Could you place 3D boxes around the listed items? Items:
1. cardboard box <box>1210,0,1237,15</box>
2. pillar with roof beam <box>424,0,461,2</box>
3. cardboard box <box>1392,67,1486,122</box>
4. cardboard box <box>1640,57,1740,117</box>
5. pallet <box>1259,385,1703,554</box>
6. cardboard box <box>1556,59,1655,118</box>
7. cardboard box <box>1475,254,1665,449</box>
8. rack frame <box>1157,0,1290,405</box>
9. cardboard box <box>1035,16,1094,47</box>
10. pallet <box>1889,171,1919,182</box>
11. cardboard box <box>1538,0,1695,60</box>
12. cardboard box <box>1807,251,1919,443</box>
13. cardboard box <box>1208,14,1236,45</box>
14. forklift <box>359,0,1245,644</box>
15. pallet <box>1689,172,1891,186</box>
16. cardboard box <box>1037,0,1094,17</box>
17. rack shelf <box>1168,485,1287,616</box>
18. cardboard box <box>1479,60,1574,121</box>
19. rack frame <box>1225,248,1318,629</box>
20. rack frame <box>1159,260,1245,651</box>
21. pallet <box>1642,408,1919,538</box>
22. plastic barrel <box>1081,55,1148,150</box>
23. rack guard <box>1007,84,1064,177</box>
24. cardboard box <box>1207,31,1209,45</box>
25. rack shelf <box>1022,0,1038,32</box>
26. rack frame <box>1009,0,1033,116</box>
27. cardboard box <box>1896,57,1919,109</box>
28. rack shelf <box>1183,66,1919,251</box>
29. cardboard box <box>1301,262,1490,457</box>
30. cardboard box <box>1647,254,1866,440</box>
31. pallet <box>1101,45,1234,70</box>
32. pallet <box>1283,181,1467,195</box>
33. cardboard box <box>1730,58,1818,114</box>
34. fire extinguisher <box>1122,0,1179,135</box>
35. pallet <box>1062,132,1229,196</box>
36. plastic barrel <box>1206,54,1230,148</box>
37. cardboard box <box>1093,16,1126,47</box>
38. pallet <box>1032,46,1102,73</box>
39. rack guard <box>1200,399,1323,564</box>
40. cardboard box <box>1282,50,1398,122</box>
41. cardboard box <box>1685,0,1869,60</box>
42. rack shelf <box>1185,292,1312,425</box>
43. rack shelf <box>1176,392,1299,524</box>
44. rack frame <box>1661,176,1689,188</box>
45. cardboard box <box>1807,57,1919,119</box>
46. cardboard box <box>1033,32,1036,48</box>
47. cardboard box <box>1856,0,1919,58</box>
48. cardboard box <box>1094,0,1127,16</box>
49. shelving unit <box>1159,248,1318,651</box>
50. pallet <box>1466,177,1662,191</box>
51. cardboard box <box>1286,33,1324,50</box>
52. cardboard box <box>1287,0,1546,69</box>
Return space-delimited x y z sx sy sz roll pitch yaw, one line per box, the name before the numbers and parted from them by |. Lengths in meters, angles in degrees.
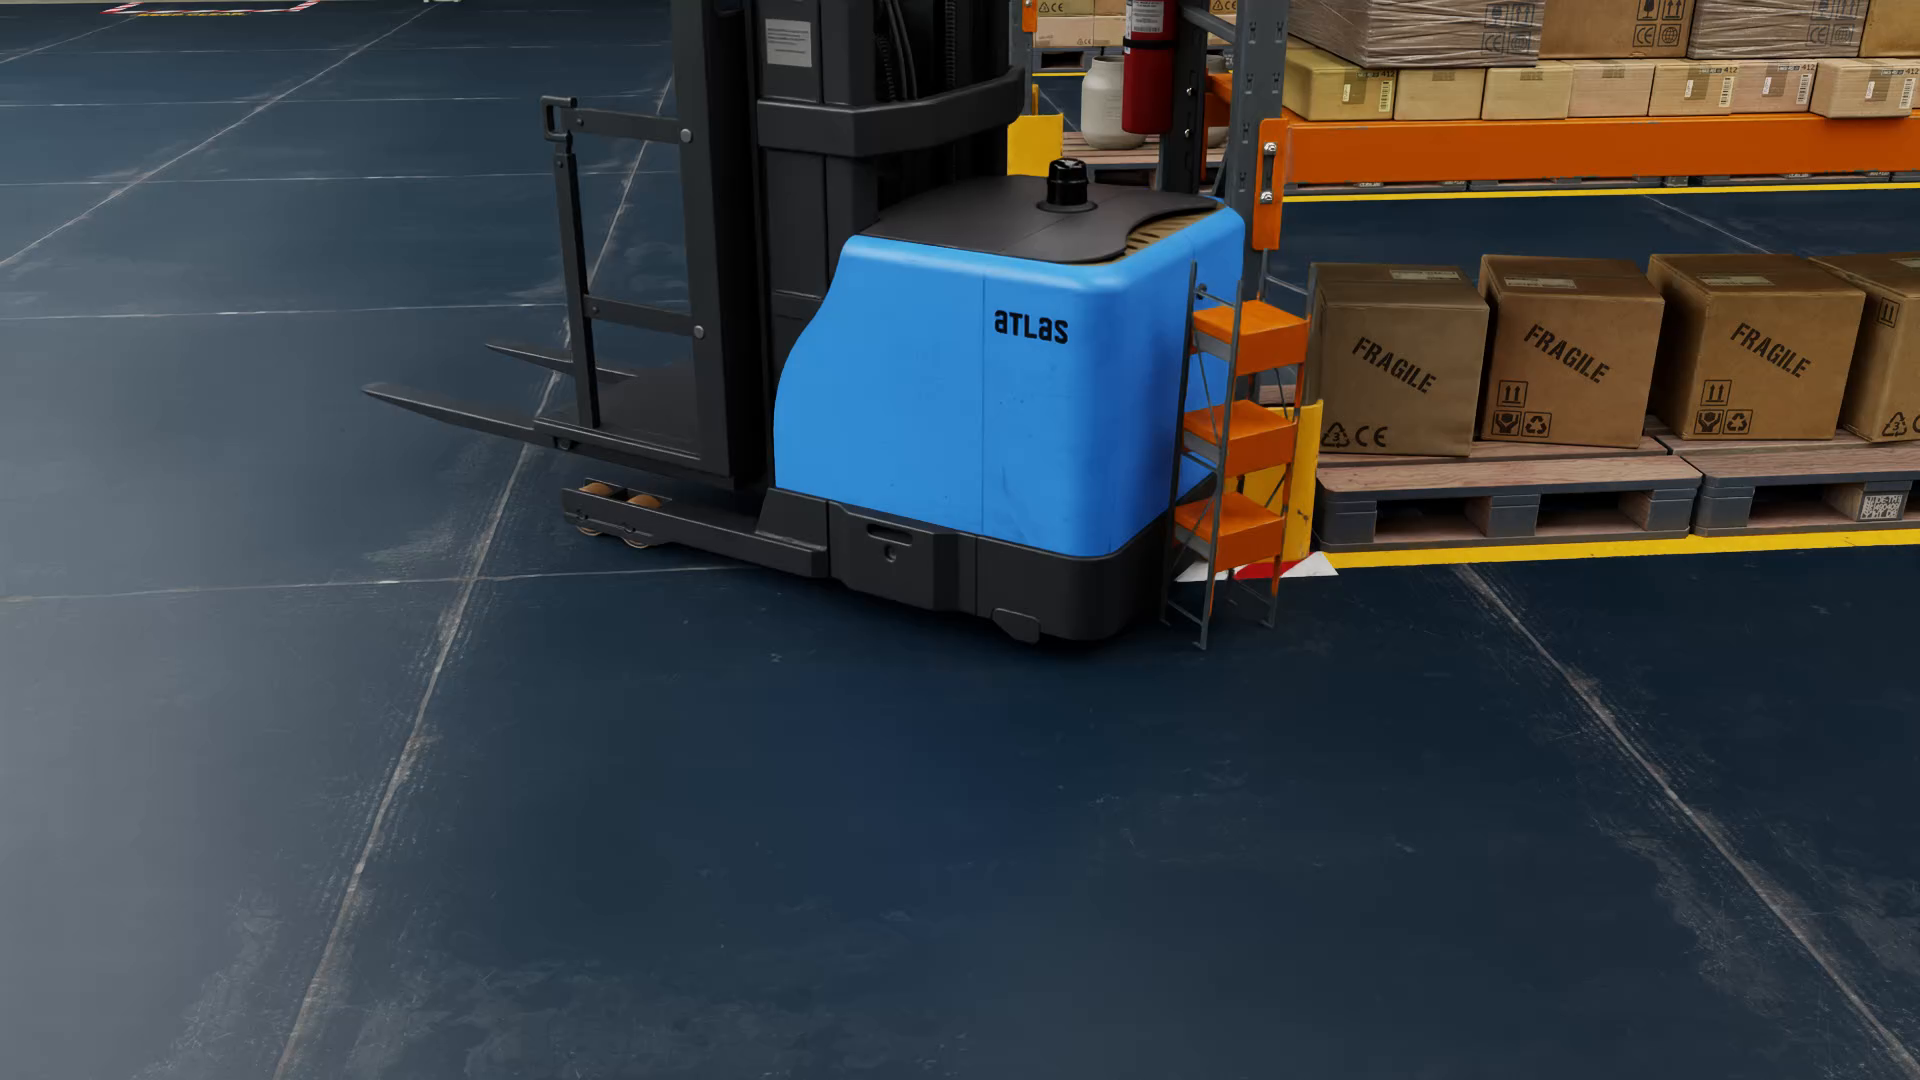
cardboard box | 2.359 -4.832 14.372 0.500 0.500 0.500 -2 24 -5
pillar with roof beam | -5.612 -8.679 13.697 0.400 9.000 9.100 -2 24 -5
cardboard box | 1.342 -1.336 4.871 0.250 0.149 0.380 -2 24 -5
cardboard box | 2.089 -1.365 4.937 0.250 0.149 0.380 -2 24 -5
pallet | 1.672 -0.280 5.620 1.213 0.211 1.003 -2 24 -5
cardboard box | 1.839 -1.358 4.921 0.250 0.149 0.380 -2 24 -5
cardboard box | 1.999 -0.639 5.554 0.500 0.500 0.500 4 24 9
rack frame | 0.784 -1.533 5.006 0.127 3.000 1.000 -2 24 -5
cardboard box | 0.867 -4.426 14.382 0.500 0.250 0.500 -2 24 -5
pallet | 6.273 -2.518 10.654 1.213 0.211 1.003 -2 24 -5
cardboard box | 1.820 -1.794 5.104 0.500 0.500 0.875 -2 24 -5
cardboard box | 3.184 -0.660 5.603 0.500 0.500 0.500 -4 24 -10
cardboard box | 2.360 -4.484 14.513 0.500 0.250 0.500 -2 24 -5
forklift | -0.667 -1.481 4.974 3.031 2.935 1.130 13 27 28
pallet | 5.056 -2.468 10.542 1.213 0.211 1.003 -2 24 -5
cardboard box | 0.867 -4.768 14.228 0.500 0.500 0.500 -2 24 -5
rack shelf | 0.729 0.026 4.595 0.240 0.259 0.215 -14 30 -29
cardboard box | 1.592 -1.340 4.880 0.250 0.149 0.380 -2 24 -5
rack frame | 0.840 -0.258 4.525 0.008 1.050 0.200 -14 30 -29
rack frame | 0.633 -0.206 4.408 0.008 1.050 0.200 -14 30 -29
pallet | 2.883 -0.327 5.727 1.213 0.211 1.003 -2 24 -5
plastic barrel | 0.945 -2.647 10.059 0.421 0.512 0.421 0 24 0
rack guard | 0.369 -2.415 10.068 0.348 0.500 1.175 -2 24 -5
cardboard box | 1.863 -4.464 14.467 0.500 0.250 0.500 -2 24 -5
rack shelf | 2.288 -3.286 9.836 4.000 0.370 1.077 -2 24 -5
rack frame | 0.298 -3.535 9.510 0.127 3.000 1.000 -2 24 -5
cardboard box | 2.830 -1.418 5.056 0.250 0.149 0.380 -2 24 -5
rack shelf | 2.775 -1.284 5.332 4.000 0.370 1.077 -2 24 -5
cardboard box | 1.408 -0.601 5.469 0.500 0.500 0.500 2 24 5
cardboard box | 2.624 -0.656 5.593 0.500 0.500 0.500 0 24 0
pallet | 1.783 -4.358 14.795 1.213 0.211 1.003 -2 24 -5
pallet | 2.389 -2.361 10.301 1.213 0.211 1.003 -2 24 -5
cardboard box | 2.335 -1.386 4.984 0.250 0.149 0.380 -2 24 -5
fire extinguisher | 0.625 -1.679 5.431 0.183 0.674 0.296 -2 24 -5
pallet | 1.178 -2.313 10.194 1.213 0.211 1.003 -2 24 -5
plastic barrel | 1.444 -2.667 10.104 0.421 0.512 0.421 0 24 0
cardboard box | 1.365 -4.446 14.427 0.500 0.250 0.500 -2 24 -5
pallet | 0.571 -4.311 14.688 1.213 0.211 1.003 -2 24 -5
rack guard | 0.860 -0.394 5.521 0.348 0.500 1.175 -2 24 -5
cardboard box | 1.092 -1.333 4.866 0.250 0.149 0.380 -2 24 -5
cardboard box | 2.322 -1.797 5.110 0.500 0.500 0.875 -2 24 -5
rack shelf | 0.744 -0.477 4.345 0.240 0.259 0.215 -14 30 -29
rack shelf | 0.736 -0.223 4.471 0.240 0.259 0.215 -14 30 -29
rack frame | 4.278 -3.695 9.870 0.127 3.000 1.000 -2 24 -5
cardboard box | 2.594 -1.354 4.913 0.250 0.149 0.380 -2 24 -5
cardboard box | 0.370 -4.404 14.334 0.500 0.250 0.500 -2 24 -5
cardboard box | 2.821 -1.812 5.144 0.500 0.500 0.875 -2 24 -5
cardboard box | 1.364 -4.793 14.285 0.500 0.500 0.500 -2 24 -5
shelving unit | 0.737 -0.232 4.467 0.252 1.050 0.215 -14 30 -29
pallet | 3.606 -2.411 10.414 1.213 0.211 1.003 -2 24 -5
cardboard box | 1.048 -1.513 5.271 0.250 0.149 0.380 -2 24 -5
cardboard box | 1.335 -1.726 4.950 0.500 0.500 0.875 -2 24 -5
